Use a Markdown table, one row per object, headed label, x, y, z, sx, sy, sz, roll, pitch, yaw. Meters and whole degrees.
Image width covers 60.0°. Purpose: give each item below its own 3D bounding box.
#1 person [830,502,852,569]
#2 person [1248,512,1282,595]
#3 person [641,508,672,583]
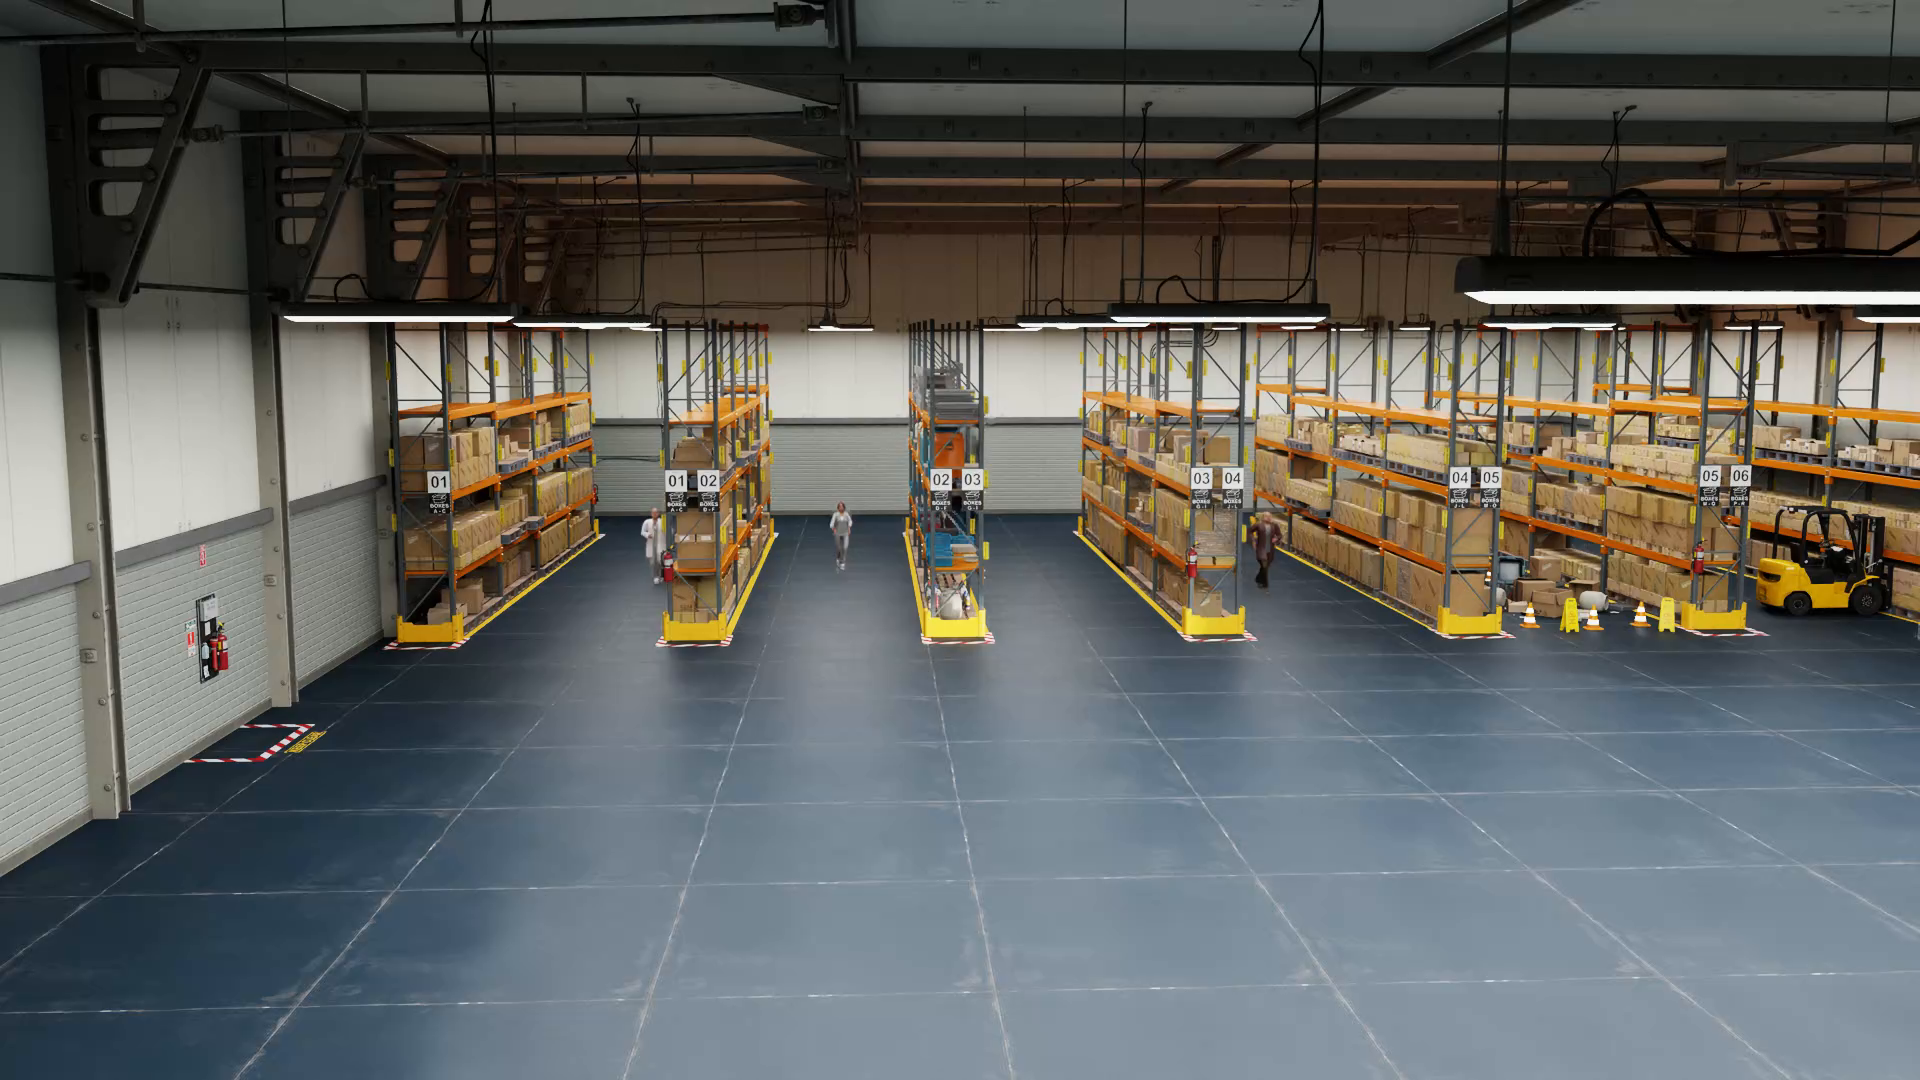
| label | x | y | z | sx | sy | sz | roll | pitch | yaw |
| --- | --- | --- | --- | --- | --- | --- | --- | --- | --- |
| person | -2.763 | -0.116 | 38.905 | 0.536 | 1.545 | 0.602 | -2 | 7 | -12 |
| person | 6.812 | 0.270 | 37.027 | 0.709 | 1.826 | 0.952 | -1 | 7 | -11 |
| person | -6.968 | 0.144 | 38.135 | 0.685 | 1.732 | 0.702 | 0 | 7 | -2 |
